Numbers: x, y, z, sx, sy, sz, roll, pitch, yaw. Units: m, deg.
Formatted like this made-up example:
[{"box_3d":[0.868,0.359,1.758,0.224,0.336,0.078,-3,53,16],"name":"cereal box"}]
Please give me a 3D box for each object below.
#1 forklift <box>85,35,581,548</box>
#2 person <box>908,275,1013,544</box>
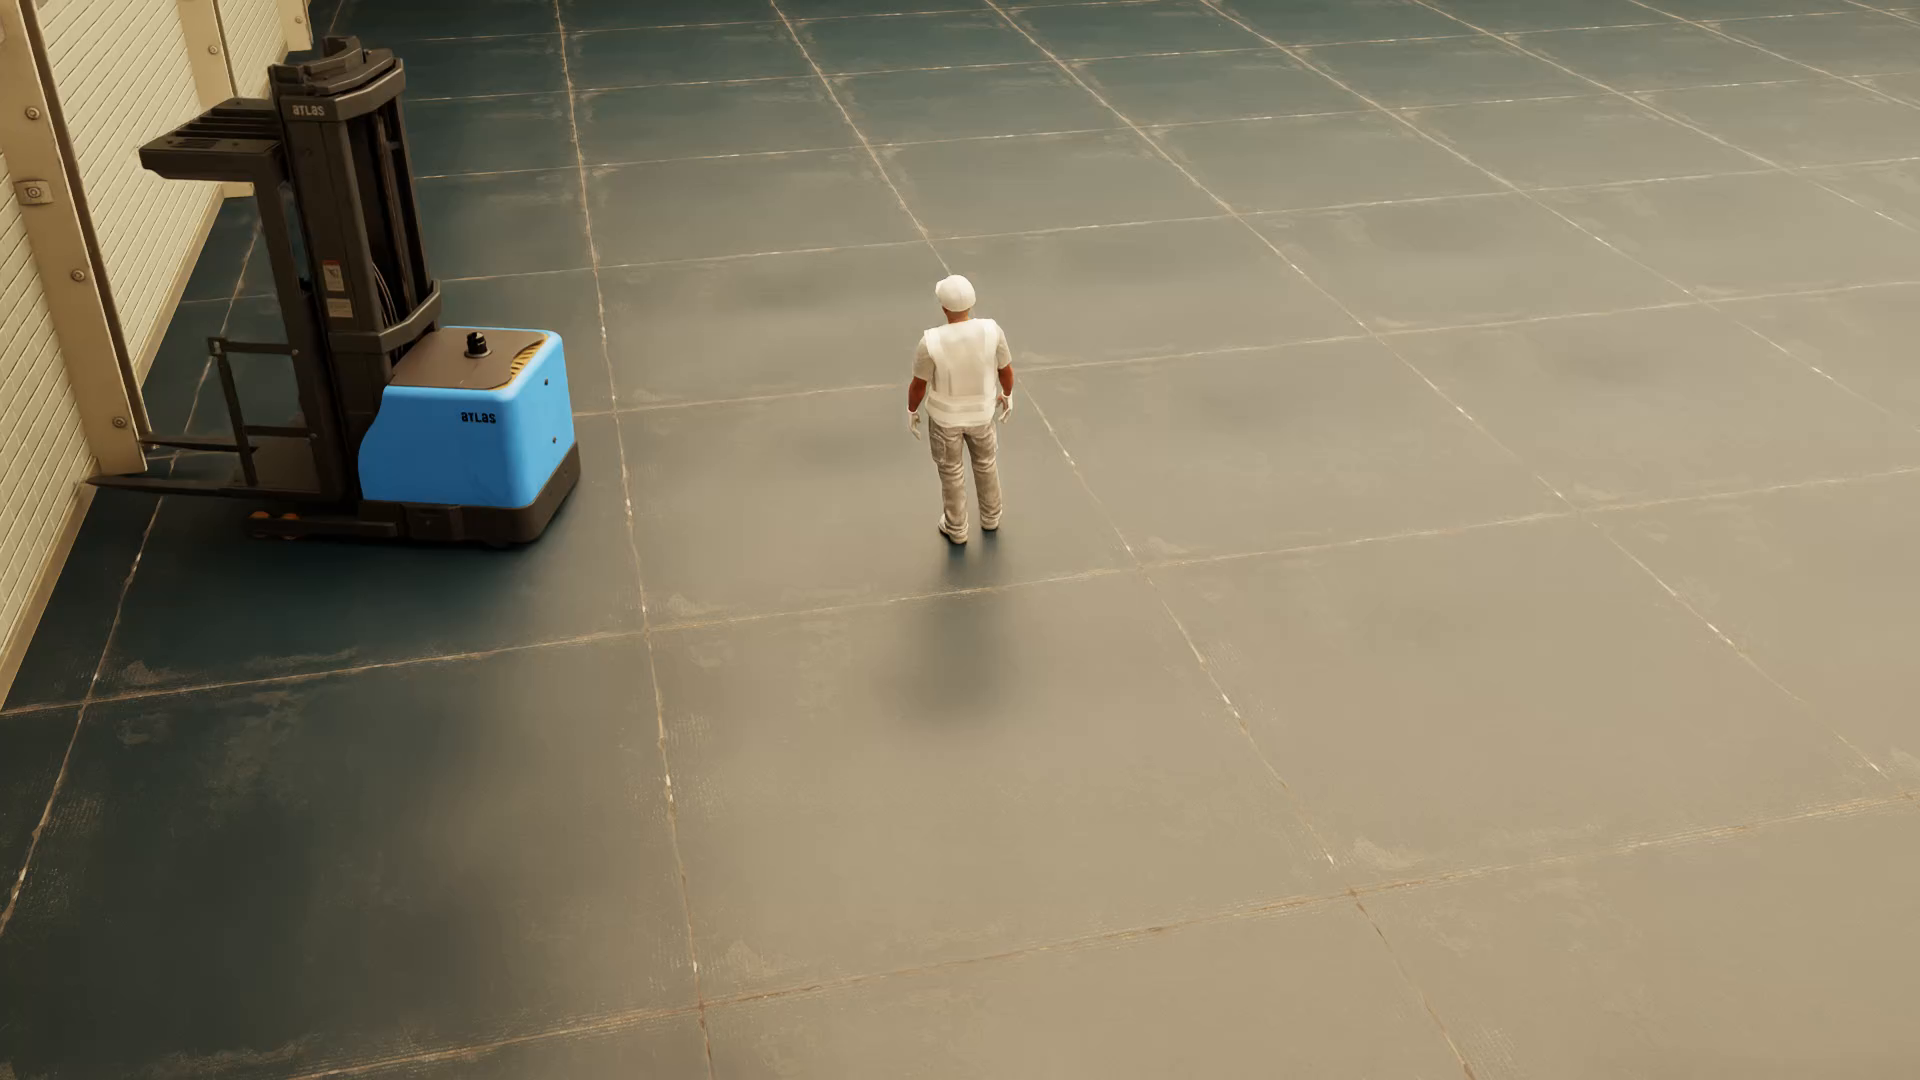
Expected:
[{"box_3d":[-4.092,-1.530,10.217,3.031,2.935,1.130,3,30,6],"name":"forklift"},{"box_3d":[-0.010,-0.814,10.112,0.656,1.784,0.575,-7,31,-12],"name":"person"}]
